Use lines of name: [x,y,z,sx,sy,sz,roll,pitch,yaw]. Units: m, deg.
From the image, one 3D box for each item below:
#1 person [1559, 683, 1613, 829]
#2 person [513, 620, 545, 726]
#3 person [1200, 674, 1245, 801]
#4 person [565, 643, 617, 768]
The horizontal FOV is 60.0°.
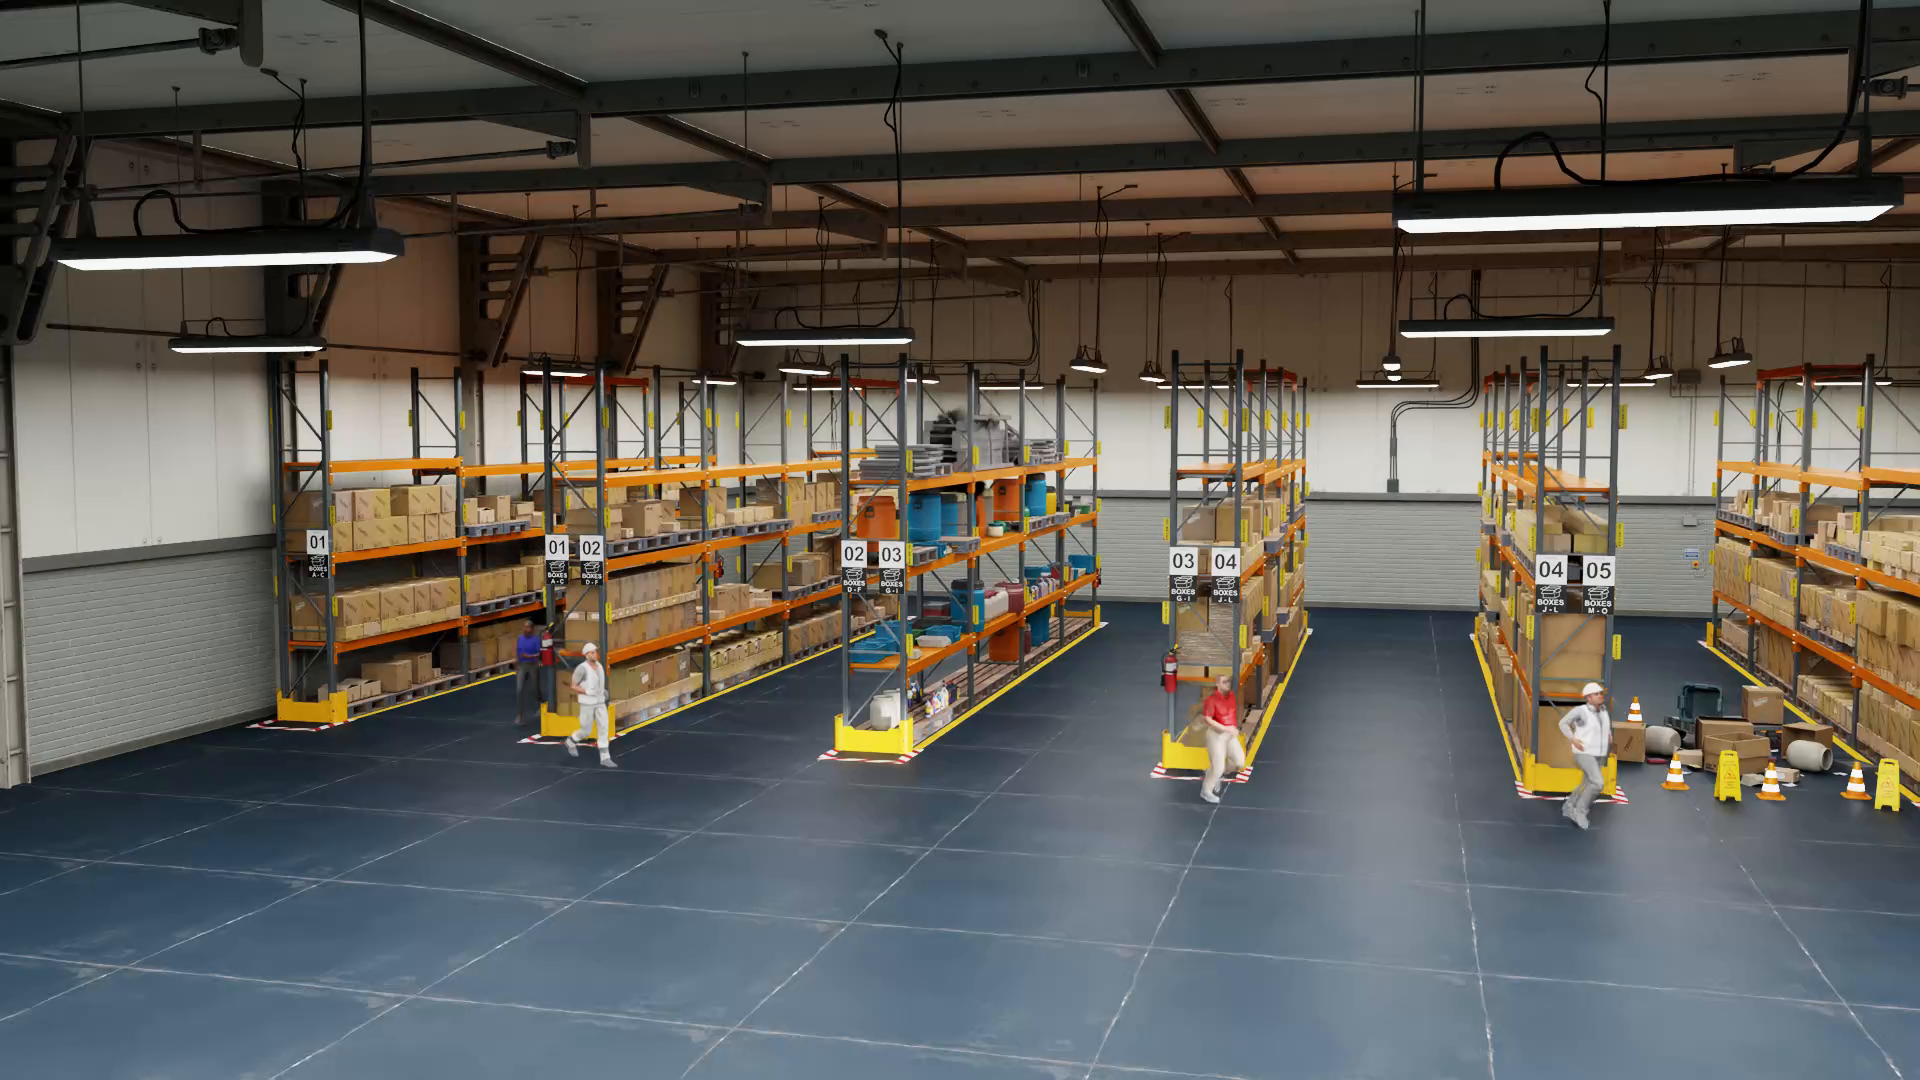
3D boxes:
person: [7.784,2.653,20.540,0.681,1.791,0.642,-2,5,-28]
person: [-7.164,2.183,27.610,0.566,1.671,0.839,0,4,7]
person: [3.482,2.597,21.825,0.701,1.687,0.677,-3,5,-37]
person: [-5.336,2.373,24.016,0.993,1.781,0.658,3,5,36]
